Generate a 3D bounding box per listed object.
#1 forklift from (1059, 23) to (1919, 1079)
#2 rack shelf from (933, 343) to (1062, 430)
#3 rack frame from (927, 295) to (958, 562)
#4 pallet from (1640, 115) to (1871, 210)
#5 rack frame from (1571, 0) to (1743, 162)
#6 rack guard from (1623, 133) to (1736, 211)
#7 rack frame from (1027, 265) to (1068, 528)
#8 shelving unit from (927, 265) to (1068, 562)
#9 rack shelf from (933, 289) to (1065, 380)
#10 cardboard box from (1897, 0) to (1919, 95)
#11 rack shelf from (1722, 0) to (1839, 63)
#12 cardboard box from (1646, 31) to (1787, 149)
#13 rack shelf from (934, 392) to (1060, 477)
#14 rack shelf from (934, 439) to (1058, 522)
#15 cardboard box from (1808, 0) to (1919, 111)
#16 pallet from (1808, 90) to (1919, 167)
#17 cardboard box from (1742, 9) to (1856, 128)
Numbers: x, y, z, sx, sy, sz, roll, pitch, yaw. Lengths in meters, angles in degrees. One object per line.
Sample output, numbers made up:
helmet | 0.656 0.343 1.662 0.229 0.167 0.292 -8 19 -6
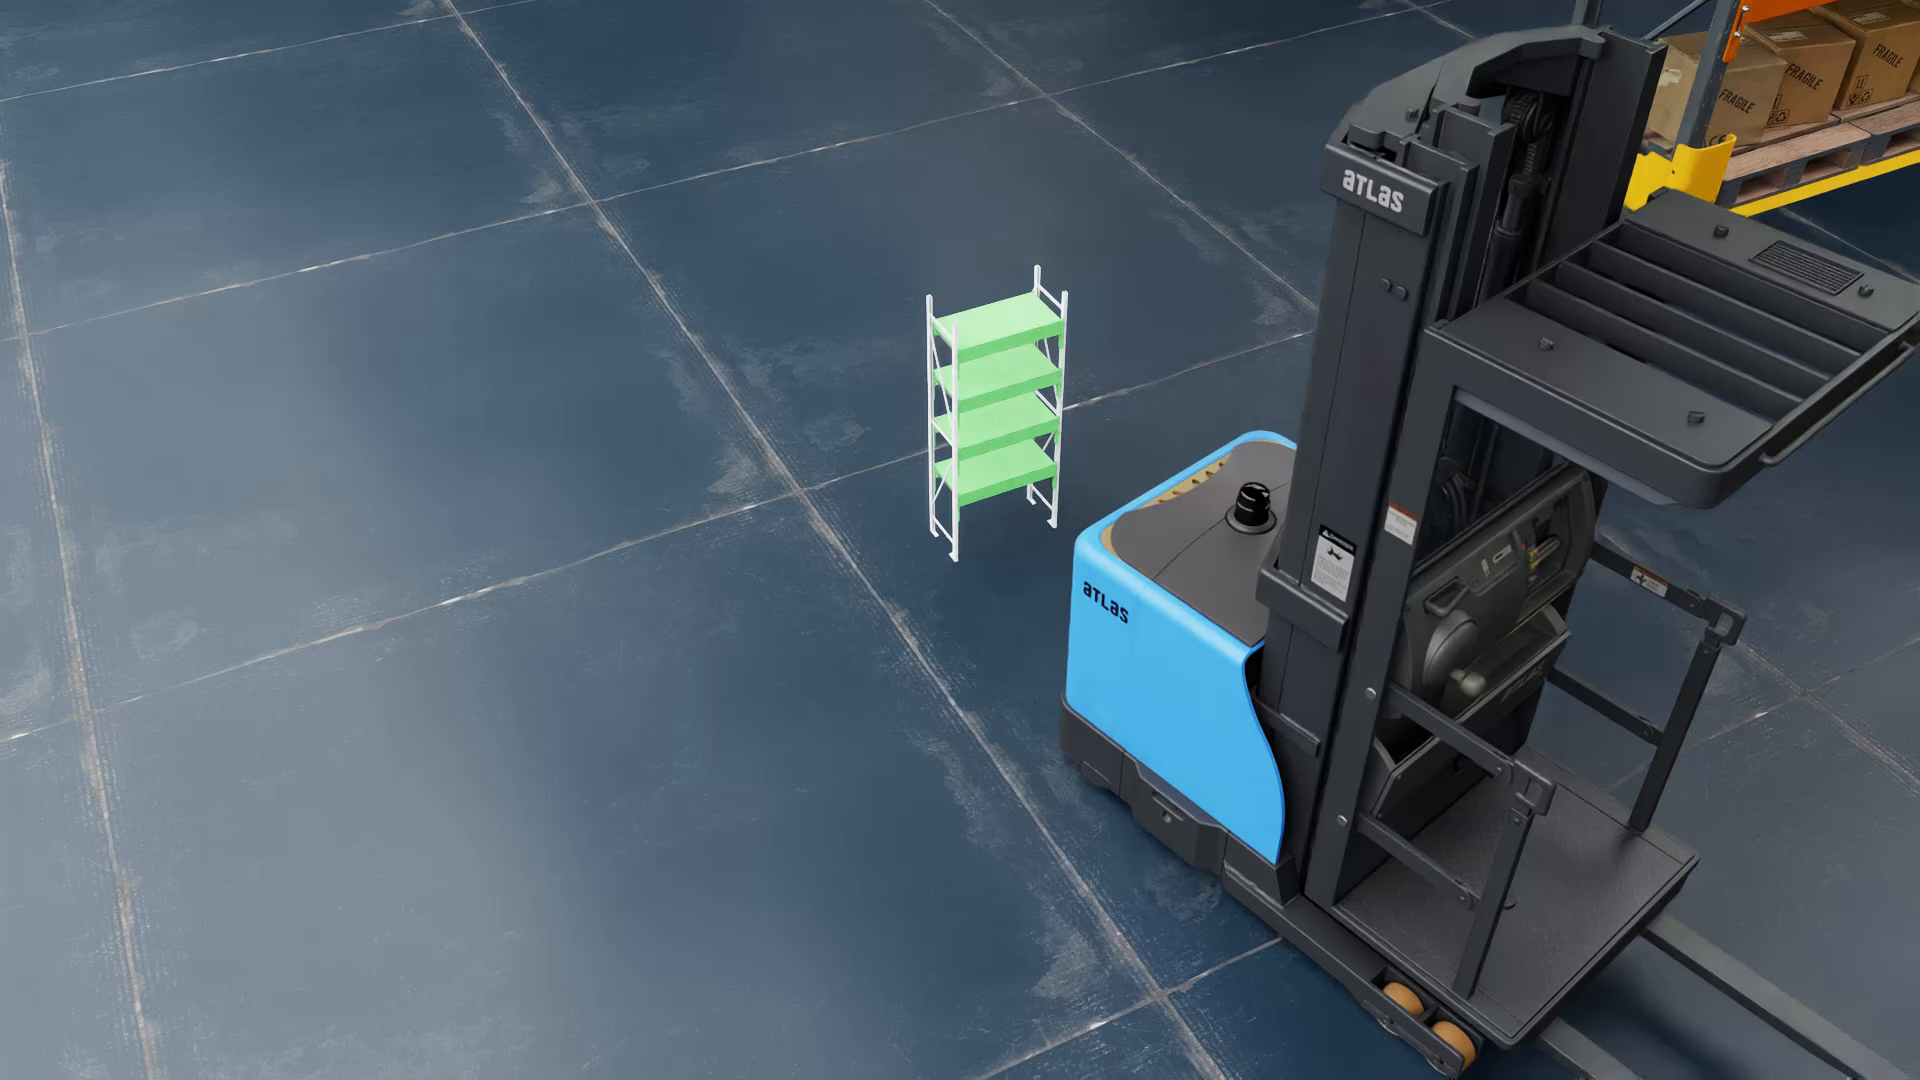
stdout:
forklift | 1.724 0.193 4.753 1.130 2.935 3.031 -30 49 -30
rack shelf | 0.147 -0.642 6.807 0.480 0.148 0.258 -19 44 -21
rack frame | -0.070 -0.435 6.835 0.015 1.200 0.240 -19 44 -21
pallet | 4.574 -2.392 9.913 1.213 0.211 1.003 -19 44 -21
rack frame | 3.769 -3.212 8.722 0.127 3.000 1.000 -19 44 -21
rack guard | 3.837 -2.280 9.557 0.348 0.500 1.175 -19 44 -21
rack frame | 0.363 -0.580 7.007 0.015 1.200 0.240 -19 44 -21
shelving unit | 0.147 -0.507 6.921 0.503 1.200 0.258 -19 44 -21
rack shelf | 0.147 -0.825 6.652 0.480 0.148 0.258 -19 44 -21
cardboard box | 5.925 -3.109 10.211 0.500 0.500 0.500 -22 45 -24
rack shelf | 5.543 -3.534 9.660 4.000 0.370 1.077 -19 44 -21
cardboard box | 4.331 -2.594 9.603 0.500 0.500 0.500 -11 41 -13
rack shelf | 0.147 -0.459 6.962 0.480 0.148 0.258 -19 44 -21
rack shelf | 0.147 -0.275 7.117 0.480 0.148 0.258 -19 44 -21
cardboard box | 5.409 -2.969 10.045 0.500 0.500 0.500 -15 42 -17
pallet | 5.654 -2.754 10.340 1.213 0.211 1.003 -19 44 -21
cardboard box | 4.845 -2.793 9.837 0.500 0.500 0.500 -8 41 -9
